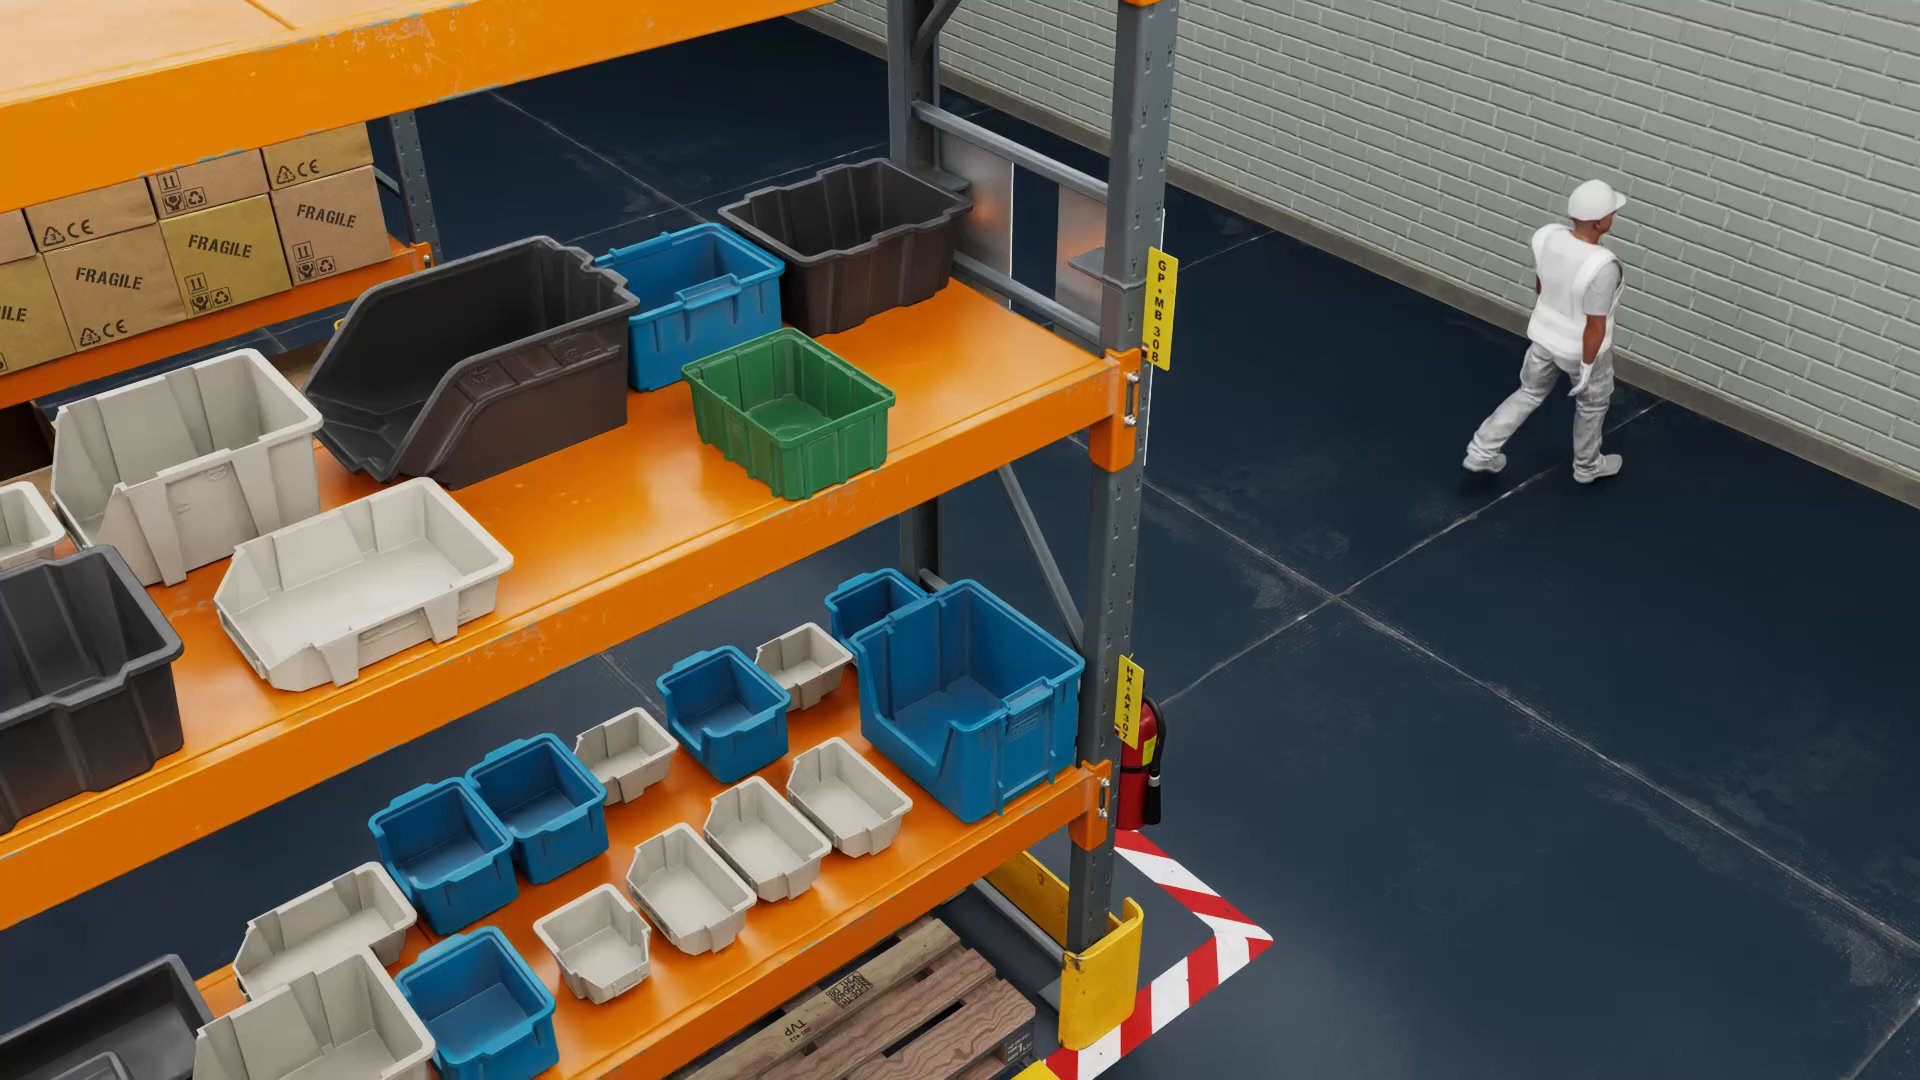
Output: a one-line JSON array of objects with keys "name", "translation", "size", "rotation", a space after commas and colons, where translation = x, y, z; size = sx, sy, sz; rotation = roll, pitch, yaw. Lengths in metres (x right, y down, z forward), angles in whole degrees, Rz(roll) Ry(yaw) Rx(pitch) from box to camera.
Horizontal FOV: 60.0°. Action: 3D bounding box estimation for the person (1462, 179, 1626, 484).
[{"name": "person", "translation": [3.150, -1.043, 8.518], "size": [0.910, 1.756, 0.552], "rotation": [-18, 40, -24]}]
